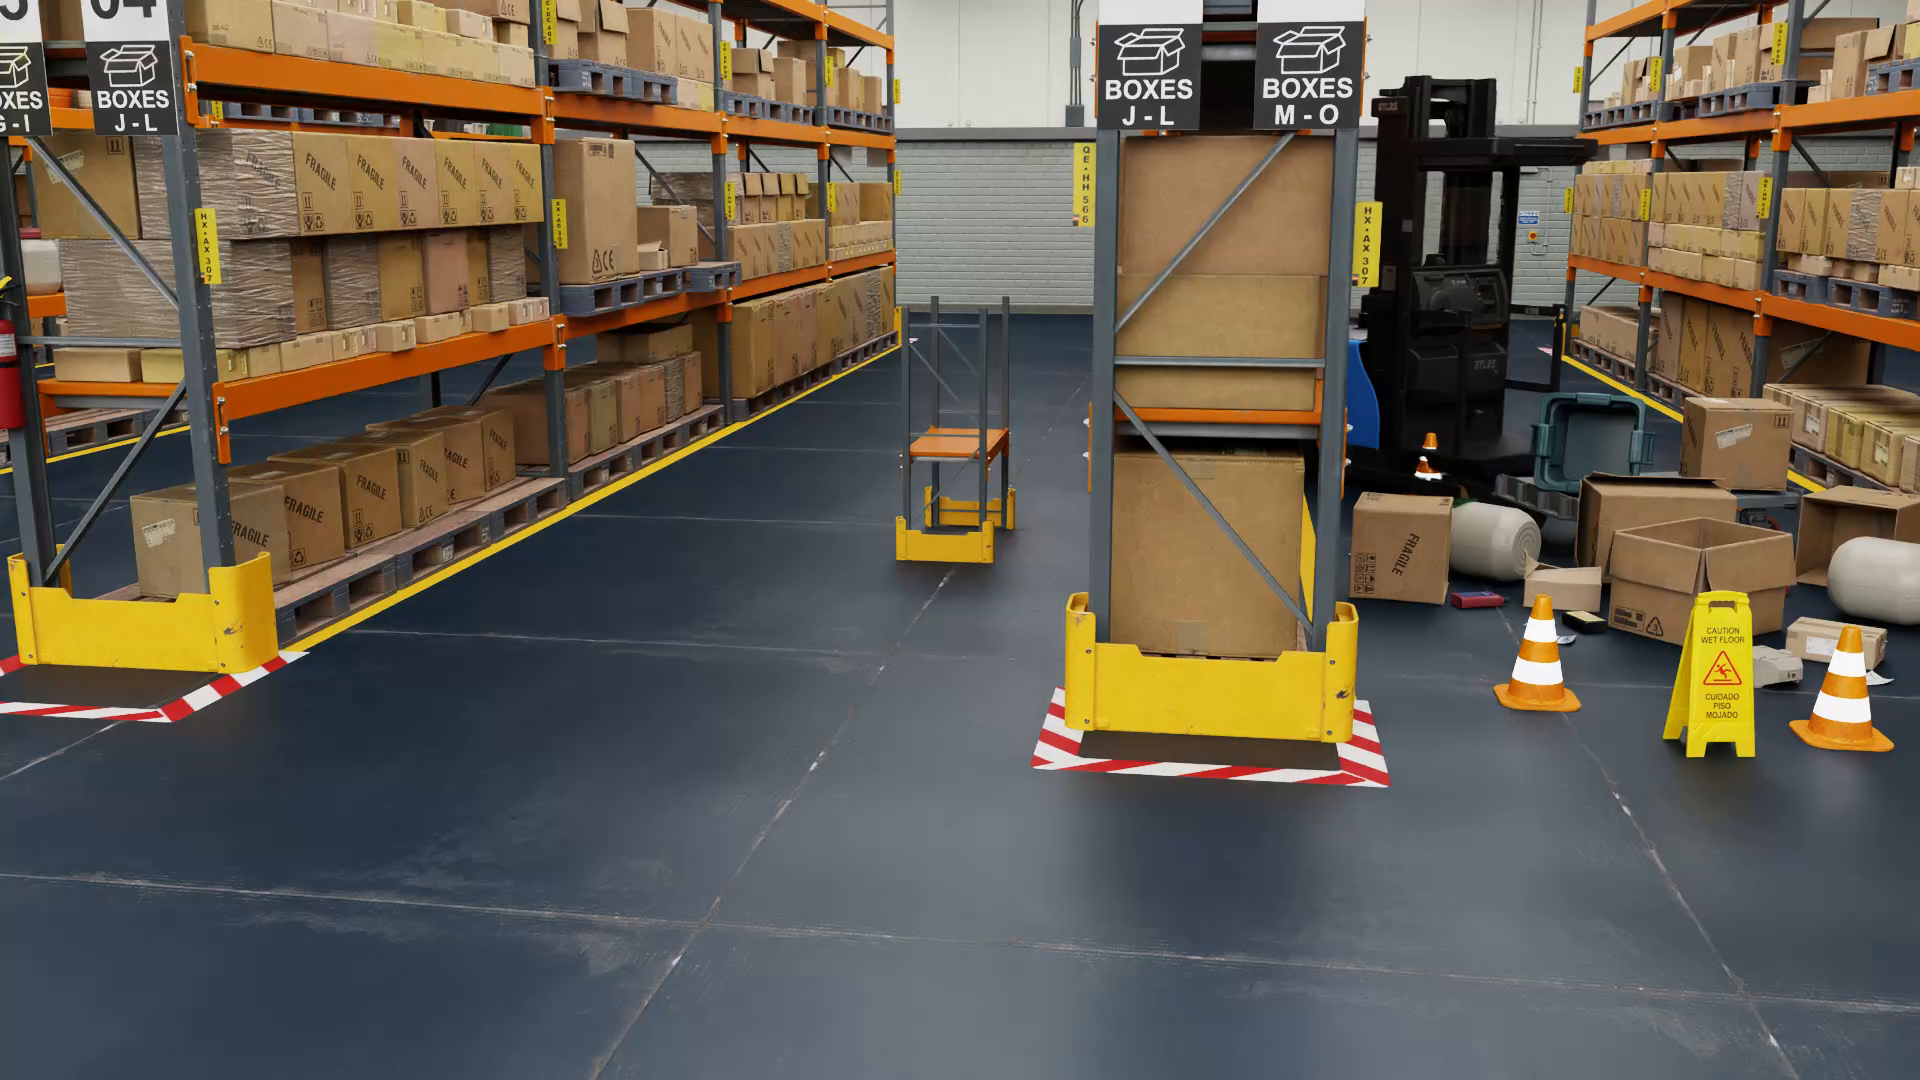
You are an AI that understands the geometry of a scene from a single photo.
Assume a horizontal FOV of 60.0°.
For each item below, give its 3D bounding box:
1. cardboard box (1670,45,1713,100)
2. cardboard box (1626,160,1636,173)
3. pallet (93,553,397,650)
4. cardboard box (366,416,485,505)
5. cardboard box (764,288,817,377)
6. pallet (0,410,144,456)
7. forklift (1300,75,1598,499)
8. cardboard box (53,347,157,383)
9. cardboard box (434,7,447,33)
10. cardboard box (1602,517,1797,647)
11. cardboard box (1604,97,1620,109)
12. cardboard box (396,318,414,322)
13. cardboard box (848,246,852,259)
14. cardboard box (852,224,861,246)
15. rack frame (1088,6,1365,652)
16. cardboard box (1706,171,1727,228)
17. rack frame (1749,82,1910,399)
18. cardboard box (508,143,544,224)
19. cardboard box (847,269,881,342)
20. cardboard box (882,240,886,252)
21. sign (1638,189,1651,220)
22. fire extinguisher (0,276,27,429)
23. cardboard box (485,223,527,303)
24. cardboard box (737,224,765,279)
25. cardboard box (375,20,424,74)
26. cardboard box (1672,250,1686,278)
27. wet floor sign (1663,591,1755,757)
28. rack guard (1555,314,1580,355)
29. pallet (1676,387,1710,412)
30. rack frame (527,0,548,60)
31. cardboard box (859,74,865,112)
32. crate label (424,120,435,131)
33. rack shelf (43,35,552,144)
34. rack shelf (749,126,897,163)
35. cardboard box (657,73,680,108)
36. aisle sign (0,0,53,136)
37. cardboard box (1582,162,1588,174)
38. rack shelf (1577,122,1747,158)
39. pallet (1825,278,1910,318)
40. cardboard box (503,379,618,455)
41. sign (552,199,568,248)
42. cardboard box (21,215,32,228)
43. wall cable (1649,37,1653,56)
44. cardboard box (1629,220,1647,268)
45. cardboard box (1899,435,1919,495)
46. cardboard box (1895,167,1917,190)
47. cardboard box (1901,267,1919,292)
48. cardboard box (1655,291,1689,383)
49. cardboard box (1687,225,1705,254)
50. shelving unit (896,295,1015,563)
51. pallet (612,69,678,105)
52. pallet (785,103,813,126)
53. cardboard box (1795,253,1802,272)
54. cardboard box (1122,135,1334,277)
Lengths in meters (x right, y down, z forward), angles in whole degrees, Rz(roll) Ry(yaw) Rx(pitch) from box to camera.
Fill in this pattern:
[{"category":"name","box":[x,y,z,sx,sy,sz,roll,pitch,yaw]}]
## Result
[{"category":"cardboard box","box":[7.365,-4.612,16.418,0.500,0.500,0.500,2,12,8]},{"category":"cardboard box","box":[7.740,-4.204,18.730,0.380,0.149,0.250,2,12,8]},{"category":"pallet","box":[-3.679,0.291,8.642,1.003,0.211,1.213,2,12,9]},{"category":"cardboard box","box":[-3.417,-0.503,10.644,0.500,0.500,0.500,6,14,27]},{"category":"cardboard box","box":[-2.221,-2.233,17.782,1.225,0.875,0.875,1,12,7]},{"category":"pallet","box":[-7.862,-0.938,14.344,1.003,0.211,1.213,2,12,9]},{"category":"forklift","box":[3.709,-1.770,11.748,1.130,2.935,3.031,-8,14,-32]},{"category":"cardboard box","box":[-4.011,-0.832,7.828,0.380,0.149,0.250,2,12,9]},{"category":"cardboard box","box":[-3.214,-3.015,9.651,0.380,0.149,0.250,2,12,11]},{"category":"cardboard box","box":[3.710,0.205,8.346,0.797,0.503,0.637,-7,14,-30]},{"category":"cardboard box","box":[8.007,-5.277,20.100,0.380,0.149,0.250,2,12,11]},{"category":"cardboard box","box":[-3.338,-1.183,9.457,0.380,0.149,0.250,2,12,9]},{"category":"cardboard box","box":[-1.512,-3.479,20.112,0.380,0.149,0.250,2,12,7]},{"category":"cardboard box","box":[-1.519,-3.759,20.467,0.500,0.250,0.500,2,12,10]},{"category":"rack frame","box":[1.035,-0.707,6.652,1.000,3.000,0.127,2,12,9]},{"category":"cardboard box","box":[7.146,-3.097,15.132,0.500,0.500,0.500,2,12,9]},{"category":"rack frame","box":[7.172,-2.233,13.733,1.000,3.000,0.127,2,12,9]},{"category":"cardboard box","box":[-3.033,-2.302,10.736,0.500,0.500,0.500,2,12,9]},{"category":"cardboard box","box":[-1.549,-3.060,21.621,0.875,0.875,0.875,2,12,9]},{"category":"cardboard box","box":[-1.198,-3.905,22.089,0.380,0.149,0.250,2,12,9]},{"category":"sign","box":[7.238,-3.545,17.579,0.100,0.325,0.005,2,12,9]},{"category":"fire extinguisher","box":[-4.324,-0.842,7.463,0.296,0.674,0.183,2,12,9]},{"category":"cardboard box","box":[-3.366,-1.824,10.892,0.875,0.500,0.500,2,12,9]},{"category":"cardboard box","box":[-2.200,-2.802,16.140,0.500,0.500,0.500,2,12,7]},{"category":"cardboard box","box":[-3.293,-2.692,9.103,0.500,0.250,0.500,2,12,10]},{"category":"cardboard box","box":[7.286,-2.695,16.235,0.500,0.250,0.500,2,12,8]},{"category":"wet floor sign","box":[2.987,0.514,6.575,0.267,0.644,0.232,0,12,-1]},{"category":"rack guard","box":[8.406,-2.681,21.747,1.175,0.500,0.348,2,12,9]},{"category":"pallet","box":[7.557,-1.284,15.952,1.003,0.211,1.213,2,12,9]},{"category":"rack frame","box":[-3.236,-4.654,10.727,1.000,3.000,0.127,2,12,9]},{"category":"cardboard box","box":[-1.623,-5.765,21.533,0.700,0.500,0.500,1,12,7]},{"category":"crate label","box":[-6.539,-4.977,19.972,0.293,0.136,0.466,2,12,9]},{"category":"rack shelf","box":[-3.543,-2.419,9.187,1.077,0.370,4.000,2,12,9]},{"category":"rack shelf","box":[-1.698,-4.917,20.778,1.077,0.370,4.000,2,12,9]},{"category":"cardboard box","box":[-2.594,-3.632,13.461,0.500,0.250,0.500,2,12,10]},{"category":"aisle sign","box":[-4.157,-2.156,7.207,0.394,0.787,0.004,2,12,9]},{"category":"cardboard box","box":[8.074,-4.688,20.975,0.380,0.149,0.250,2,12,10]},{"category":"rack shelf","box":[8.094,-4.596,19.288,1.077,0.370,4.000,2,12,9]},{"category":"pallet","box":[6.908,-1.725,11.835,1.003,0.211,1.213,2,12,9]},{"category":"cardboard box","box":[-3.028,-0.940,12.624,0.700,0.500,0.500,2,12,8]},{"category":"sign","box":[-2.698,-2.128,11.194,0.100,0.325,0.005,2,12,9]},{"category":"cardboard box","box":[-11.446,-3.854,21.021,0.500,0.500,0.500,2,12,10]},{"category":"wall cable","box":[9.741,-7.999,26.250,2.355,3.000,0.029,2,12,9]},{"category":"cardboard box","box":[7.606,-3.219,18.073,0.500,0.500,0.500,2,12,9]},{"category":"cardboard box","box":[6.635,-0.430,10.609,0.950,0.372,0.625,2,12,9]},{"category":"cardboard box","box":[6.516,-2.422,11.131,0.380,0.149,0.250,1,12,6]},{"category":"cardboard box","box":[6.425,-1.708,10.897,0.380,0.149,0.250,2,12,8]},{"category":"cardboard box","box":[7.770,-2.100,17.166,0.875,0.875,0.875,2,12,10]},{"category":"cardboard box","box":[7.208,-2.835,15.697,0.500,0.250,0.500,2,12,7]},{"category":"shelving unit","box":[-0.012,-0.717,10.262,0.587,1.500,1.083,2,12,9]},{"category":"pallet","box":[-2.879,-3.437,12.646,1.213,0.211,1.003,2,12,9]},{"category":"pallet","box":[-2.098,-4.567,17.898,0.805,0.209,1.217,1,12,6]},{"category":"cardboard box","box":[6.861,-2.196,13.161,0.380,0.149,0.250,1,12,5]},{"category":"cardboard box","box":[1.130,-1.384,6.875,0.875,0.550,0.550,2,12,9]}]
